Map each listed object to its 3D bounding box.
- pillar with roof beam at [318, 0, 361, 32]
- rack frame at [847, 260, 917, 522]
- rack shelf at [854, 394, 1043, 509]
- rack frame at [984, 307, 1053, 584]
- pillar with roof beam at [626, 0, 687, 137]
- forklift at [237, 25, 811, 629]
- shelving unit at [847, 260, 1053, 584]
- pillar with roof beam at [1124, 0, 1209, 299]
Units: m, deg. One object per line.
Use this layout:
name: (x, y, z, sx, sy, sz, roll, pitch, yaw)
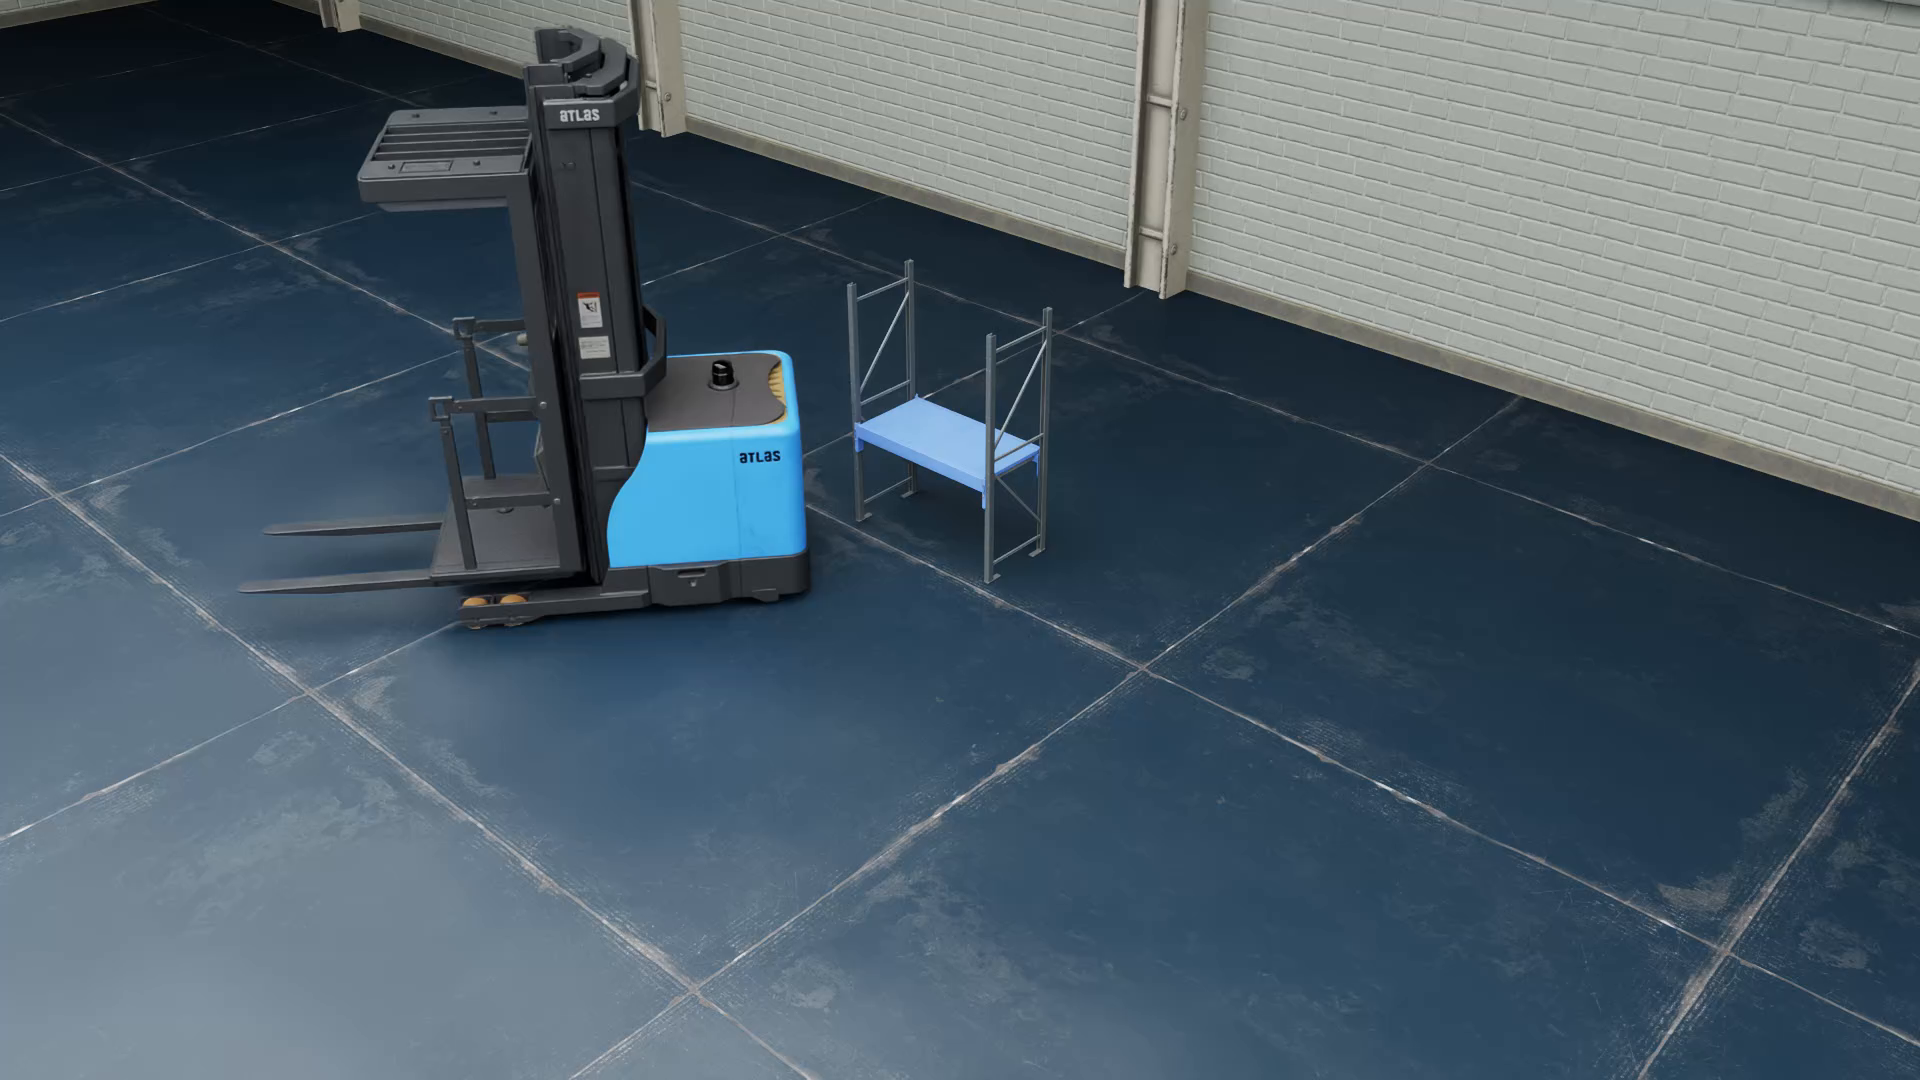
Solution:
pillar with roof beam: (-10.261, -8.336, 14.817, 0.400, 9.000, 9.100, 25, 39, 35)
rack frame: (-0.440, -0.848, 9.649, 0.032, 1.500, 0.500, 25, 39, 35)
rack shelf: (-0.063, -0.518, 9.449, 1.000, 0.185, 0.538, 25, 39, 35)
rack frame: (0.314, -0.496, 9.064, 0.032, 1.500, 0.500, 25, 39, 35)
pillar with roof beam: (-5.812, -6.260, 11.368, 0.400, 9.000, 9.100, 25, 39, 35)
forklift: (-2.379, -1.071, 8.631, 3.031, 2.935, 1.130, -4, 31, -7)
shelving unit: (-0.063, -0.672, 9.357, 1.048, 1.500, 0.538, 25, 39, 35)
pillar with roof beam: (-1.364, -4.183, 7.918, 0.400, 9.000, 9.100, 25, 39, 35)
